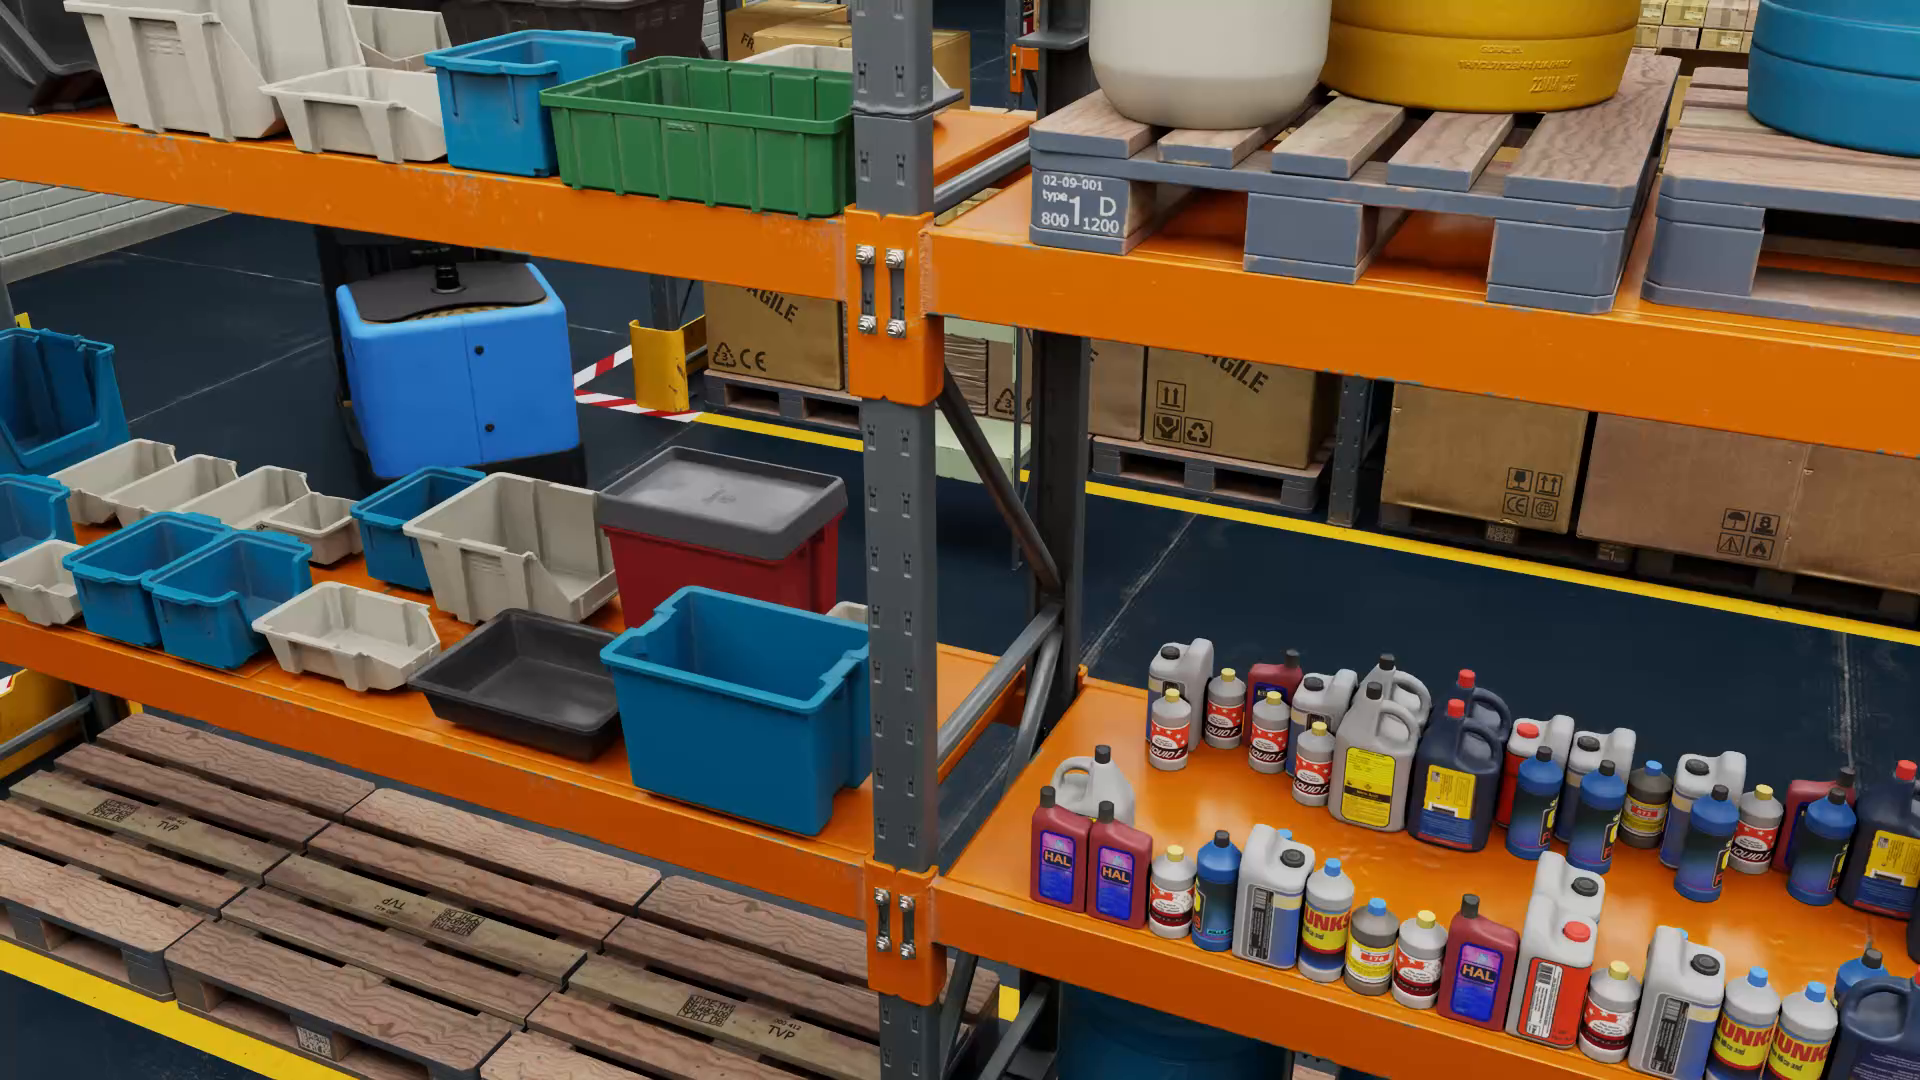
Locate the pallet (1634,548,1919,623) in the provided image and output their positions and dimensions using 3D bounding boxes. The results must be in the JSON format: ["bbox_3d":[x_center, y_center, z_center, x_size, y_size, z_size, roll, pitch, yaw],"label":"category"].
[{"bbox_3d":[3.963,-0.027,8.066,1.213,0.211,1.003,11,28,22],"label":"pallet"}]

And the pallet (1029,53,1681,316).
[{"bbox_3d":[0.819,-0.777,3.250,1.003,0.211,1.213,11,28,22],"label":"pallet"}]

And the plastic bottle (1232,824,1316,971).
[{"bbox_3d":[0.662,0.740,3.491,0.135,0.276,0.152,11,28,22],"label":"plastic bottle"}]

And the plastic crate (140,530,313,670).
[{"bbox_3d":[-2.016,0.170,4.630,0.300,0.233,0.416,11,28,22],"label":"plastic crate"}]

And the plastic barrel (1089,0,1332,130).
[{"bbox_3d":[0.440,-1.018,2.897,0.433,0.535,0.433,0,26,0],"label":"plastic barrel"}]

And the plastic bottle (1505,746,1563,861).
[{"bbox_3d":[1.314,0.592,3.796,0.097,0.271,0.097,0,26,0],"label":"plastic bottle"}]

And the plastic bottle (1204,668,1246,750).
[{"bbox_3d":[0.674,0.421,4.223,0.097,0.201,0.097,0,26,0],"label":"plastic bottle"}]

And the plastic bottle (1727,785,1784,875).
[{"bbox_3d":[1.800,0.647,3.764,0.097,0.201,0.097,0,26,0],"label":"plastic bottle"}]

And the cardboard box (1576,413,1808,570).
[{"bbox_3d":[3.520,-0.575,7.951,0.875,0.875,1.225,10,28,20],"label":"cardboard box"}]

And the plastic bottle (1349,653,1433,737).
[{"bbox_3d":[1.037,0.439,4.019,0.185,0.351,0.144,11,28,22],"label":"plastic bottle"}]

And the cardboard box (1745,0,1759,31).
[{"bbox_3d":[5.377,-3.483,11.065,0.250,0.149,0.380,11,28,21],"label":"cardboard box"}]

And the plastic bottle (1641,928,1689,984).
[{"bbox_3d":[1.417,0.865,3.322,0.097,0.201,0.097,0,26,0],"label":"plastic bottle"}]

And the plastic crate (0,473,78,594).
[{"bbox_3d":[-2.889,-0.005,4.986,0.300,0.233,0.416,11,28,22],"label":"plastic crate"}]

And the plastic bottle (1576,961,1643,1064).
[{"bbox_3d":[1.266,0.909,3.234,0.097,0.201,0.097,0,26,0],"label":"plastic bottle"}]

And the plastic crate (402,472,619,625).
[{"bbox_3d":[-1.249,0.053,4.813,0.530,0.282,0.437,11,28,22],"label":"plastic crate"}]

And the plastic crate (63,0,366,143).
[{"bbox_3d":[-1.687,-1.115,3.856,0.530,0.282,0.437,11,28,22],"label":"plastic crate"}]

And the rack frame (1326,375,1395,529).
[{"bbox_3d":[2.115,-1.611,8.127,0.127,3.000,1.000,11,28,22],"label":"rack frame"}]

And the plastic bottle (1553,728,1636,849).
[{"bbox_3d":[1.472,0.561,3.854,0.135,0.276,0.152,11,28,22],"label":"plastic bottle"}]

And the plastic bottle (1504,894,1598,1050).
[{"bbox_3d":[1.171,0.843,3.283,0.135,0.276,0.152,11,28,22],"label":"plastic bottle"}]

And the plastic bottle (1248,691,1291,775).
[{"bbox_3d":[0.771,0.470,4.124,0.097,0.201,0.097,0,26,0],"label":"plastic bottle"}]

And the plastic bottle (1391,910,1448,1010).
[{"bbox_3d":[0.933,0.842,3.369,0.097,0.201,0.097,0,26,0],"label":"plastic bottle"}]

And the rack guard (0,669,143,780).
[{"bbox_3d":[-3.604,0.771,6.118,0.348,0.500,1.175,11,28,22],"label":"rack guard"}]

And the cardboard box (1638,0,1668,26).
[{"bbox_3d":[4.685,-3.624,11.351,0.250,0.149,0.380,12,29,23],"label":"cardboard box"}]

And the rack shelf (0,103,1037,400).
[{"bbox_3d":[-1.756,-1.009,4.321,4.000,0.370,1.077,11,28,22],"label":"rack shelf"}]

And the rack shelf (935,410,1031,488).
[{"bbox_3d":[0.006,-0.379,8.060,0.720,0.370,0.431,11,28,22],"label":"rack shelf"}]

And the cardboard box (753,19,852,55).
[{"bbox_3d":[-0.746,-2.458,8.830,0.500,0.500,0.500,11,28,21],"label":"cardboard box"}]

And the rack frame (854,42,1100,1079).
[{"bbox_3d":[0.065,0.380,4.082,0.127,3.000,1.000,11,28,22],"label":"rack frame"}]

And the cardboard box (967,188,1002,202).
[{"bbox_3d":[0.208,-1.934,8.615,0.500,0.250,0.500,11,28,21],"label":"cardboard box"}]

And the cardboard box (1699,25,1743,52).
[{"bbox_3d":[5.137,-3.399,11.229,0.250,0.149,0.380,10,28,20],"label":"cardboard box"}]

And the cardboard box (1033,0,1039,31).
[{"bbox_3d":[0.913,-4.304,13.146,0.500,0.500,0.500,13,29,24],"label":"cardboard box"}]

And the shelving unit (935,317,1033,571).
[{"bbox_3d":[0.006,-0.672,7.916,0.755,1.500,0.431,11,28,22],"label":"shelving unit"}]

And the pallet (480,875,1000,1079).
[{"bbox_3d":[-0.620,1.512,4.939,1.213,0.211,1.003,11,28,22],"label":"pallet"}]

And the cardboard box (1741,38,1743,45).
[{"bbox_3d":[5.650,-3.482,11.735,0.250,0.149,0.380,10,28,20],"label":"cardboard box"}]

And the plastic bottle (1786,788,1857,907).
[{"bbox_3d":[1.896,0.665,3.649,0.097,0.271,0.097,0,26,0],"label":"plastic bottle"}]

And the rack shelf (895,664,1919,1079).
[{"bbox_3d":[1.886,1.068,3.498,4.000,0.370,1.077,11,28,22],"label":"rack shelf"}]

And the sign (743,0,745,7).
[{"bbox_3d":[-1.289,-3.184,9.743,0.005,0.325,0.100,11,28,22],"label":"sign"}]

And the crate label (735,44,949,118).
[{"bbox_3d":[-0.261,-1.053,3.896,0.466,0.136,0.293,11,28,22],"label":"crate label"}]

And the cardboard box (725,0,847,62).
[{"bbox_3d":[-0.974,-2.762,9.448,0.500,0.500,0.500,12,29,22],"label":"cardboard box"}]

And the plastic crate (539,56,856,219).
[{"bbox_3d":[-0.446,-0.827,3.377,0.662,0.188,0.450,11,28,22],"label":"plastic crate"}]

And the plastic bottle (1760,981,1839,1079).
[{"bbox_3d":[1.565,0.937,3.096,0.097,0.271,0.097,0,26,0],"label":"plastic bottle"}]

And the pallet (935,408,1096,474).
[{"bbox_3d":[0.341,-0.753,9.541,1.213,0.211,1.003,11,28,22],"label":"pallet"}]

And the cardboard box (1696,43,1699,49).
[{"bbox_3d":[4.909,-3.310,11.387,0.250,0.149,0.380,12,28,22],"label":"cardboard box"}]

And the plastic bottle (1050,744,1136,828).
[{"bbox_3d":[0.288,0.604,3.683,0.185,0.351,0.144,11,28,22],"label":"plastic bottle"}]

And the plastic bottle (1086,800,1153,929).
[{"bbox_3d":[0.344,0.695,3.574,0.133,0.283,0.061,11,28,22],"label":"plastic bottle"}]

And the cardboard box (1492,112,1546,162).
[{"bbox_3d":[2.700,-1.993,7.653,0.637,0.503,0.797,11,28,20],"label":"cardboard box"}]

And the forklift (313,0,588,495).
[{"bbox_3d":[-3.004,-2.024,9.044,1.130,2.935,3.031,-11,28,-22],"label":"forklift"}]

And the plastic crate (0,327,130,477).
[{"bbox_3d":[-3.194,-0.408,5.575,0.499,0.435,0.616,11,28,22],"label":"plastic crate"}]

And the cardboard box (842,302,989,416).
[{"bbox_3d":[-0.082,-1.327,9.479,0.875,0.875,0.875,11,28,22],"label":"cardboard box"}]

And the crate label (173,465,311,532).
[{"bbox_3d":[-2.238,-0.084,5.255,0.243,0.136,0.396,11,28,22],"label":"crate label"}]
